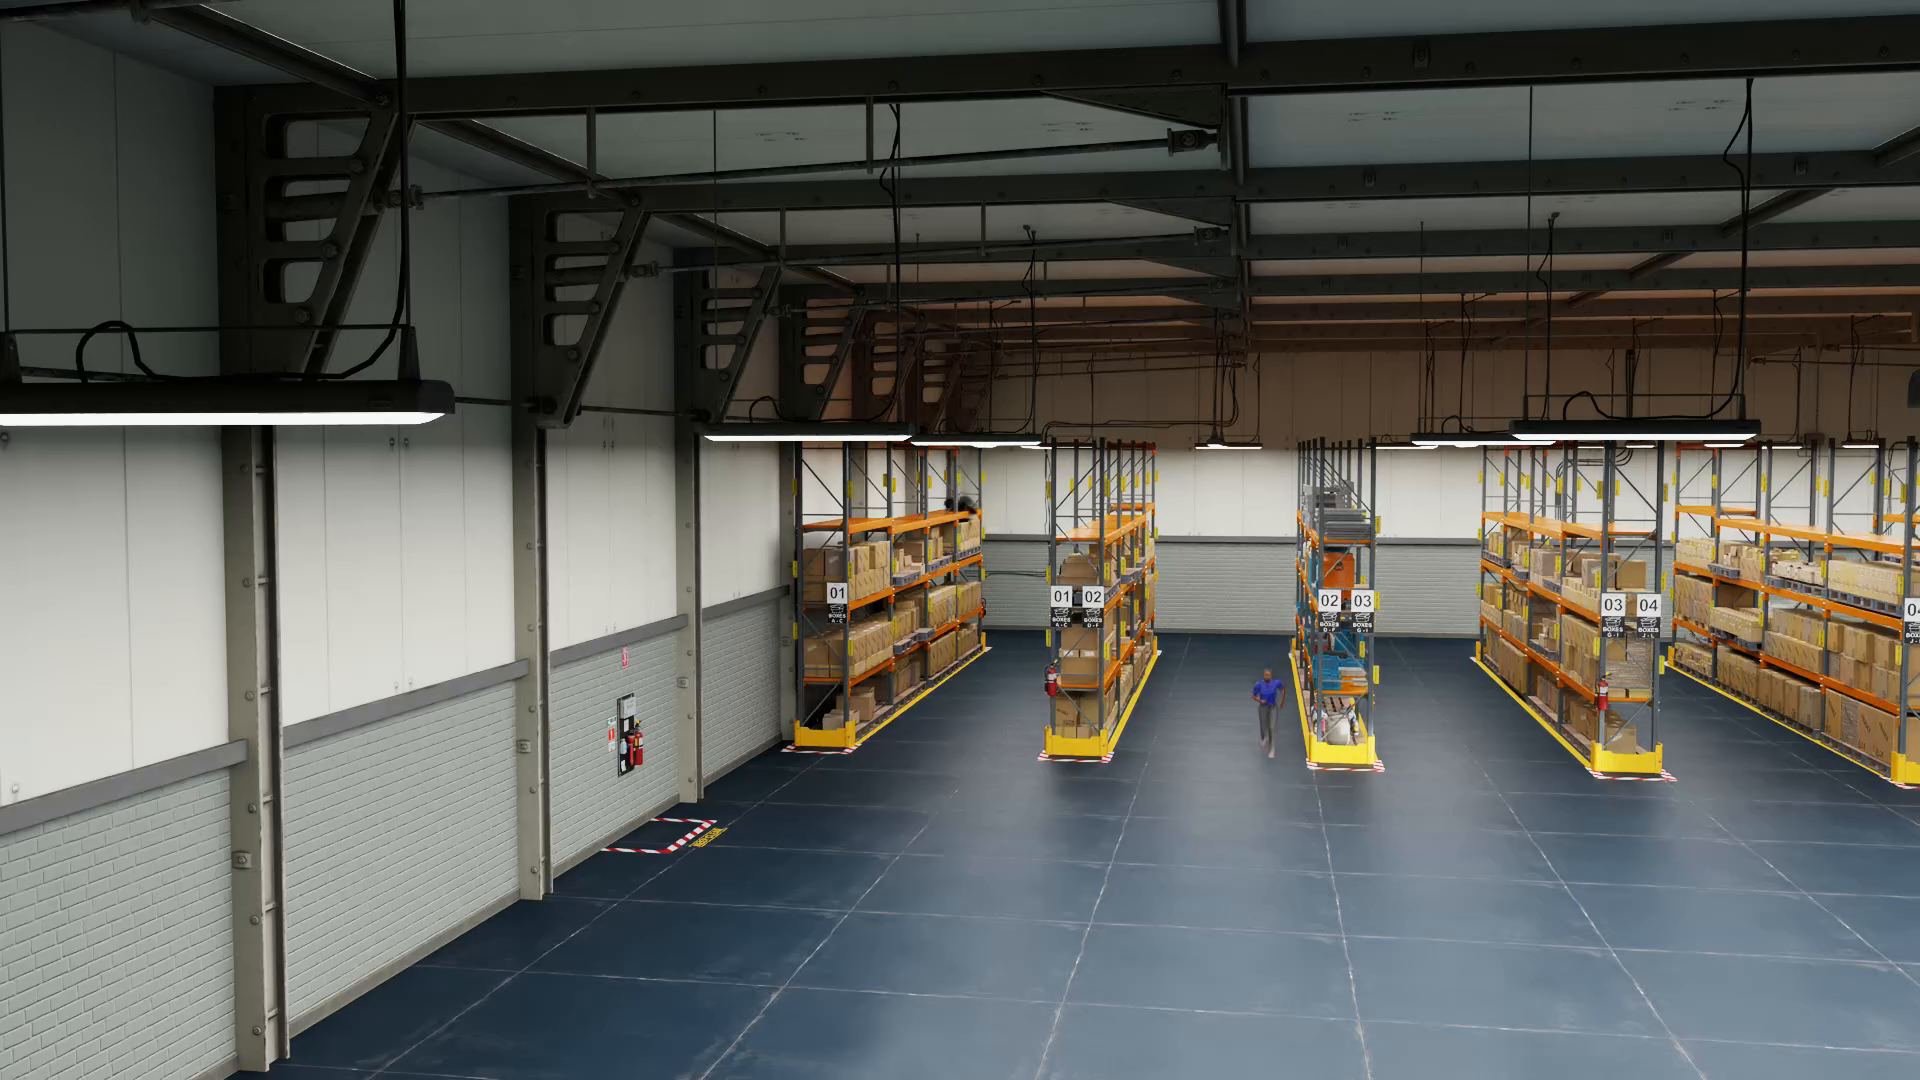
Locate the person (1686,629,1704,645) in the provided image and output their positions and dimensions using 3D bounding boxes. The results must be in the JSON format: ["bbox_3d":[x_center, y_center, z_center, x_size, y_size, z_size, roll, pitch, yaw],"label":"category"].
[{"bbox_3d":[20.565,2.415,46.357,0.598,1.745,0.672,-1,3,-16],"label":"person"}]

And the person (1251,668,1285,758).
[{"bbox_3d":[5.851,3.258,31.571,0.632,1.686,0.910,1,3,10],"label":"person"}]

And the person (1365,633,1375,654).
[{"bbox_3d":[11.224,2.405,46.750,0.591,1.629,0.706,-2,4,-39],"label":"person"}]
